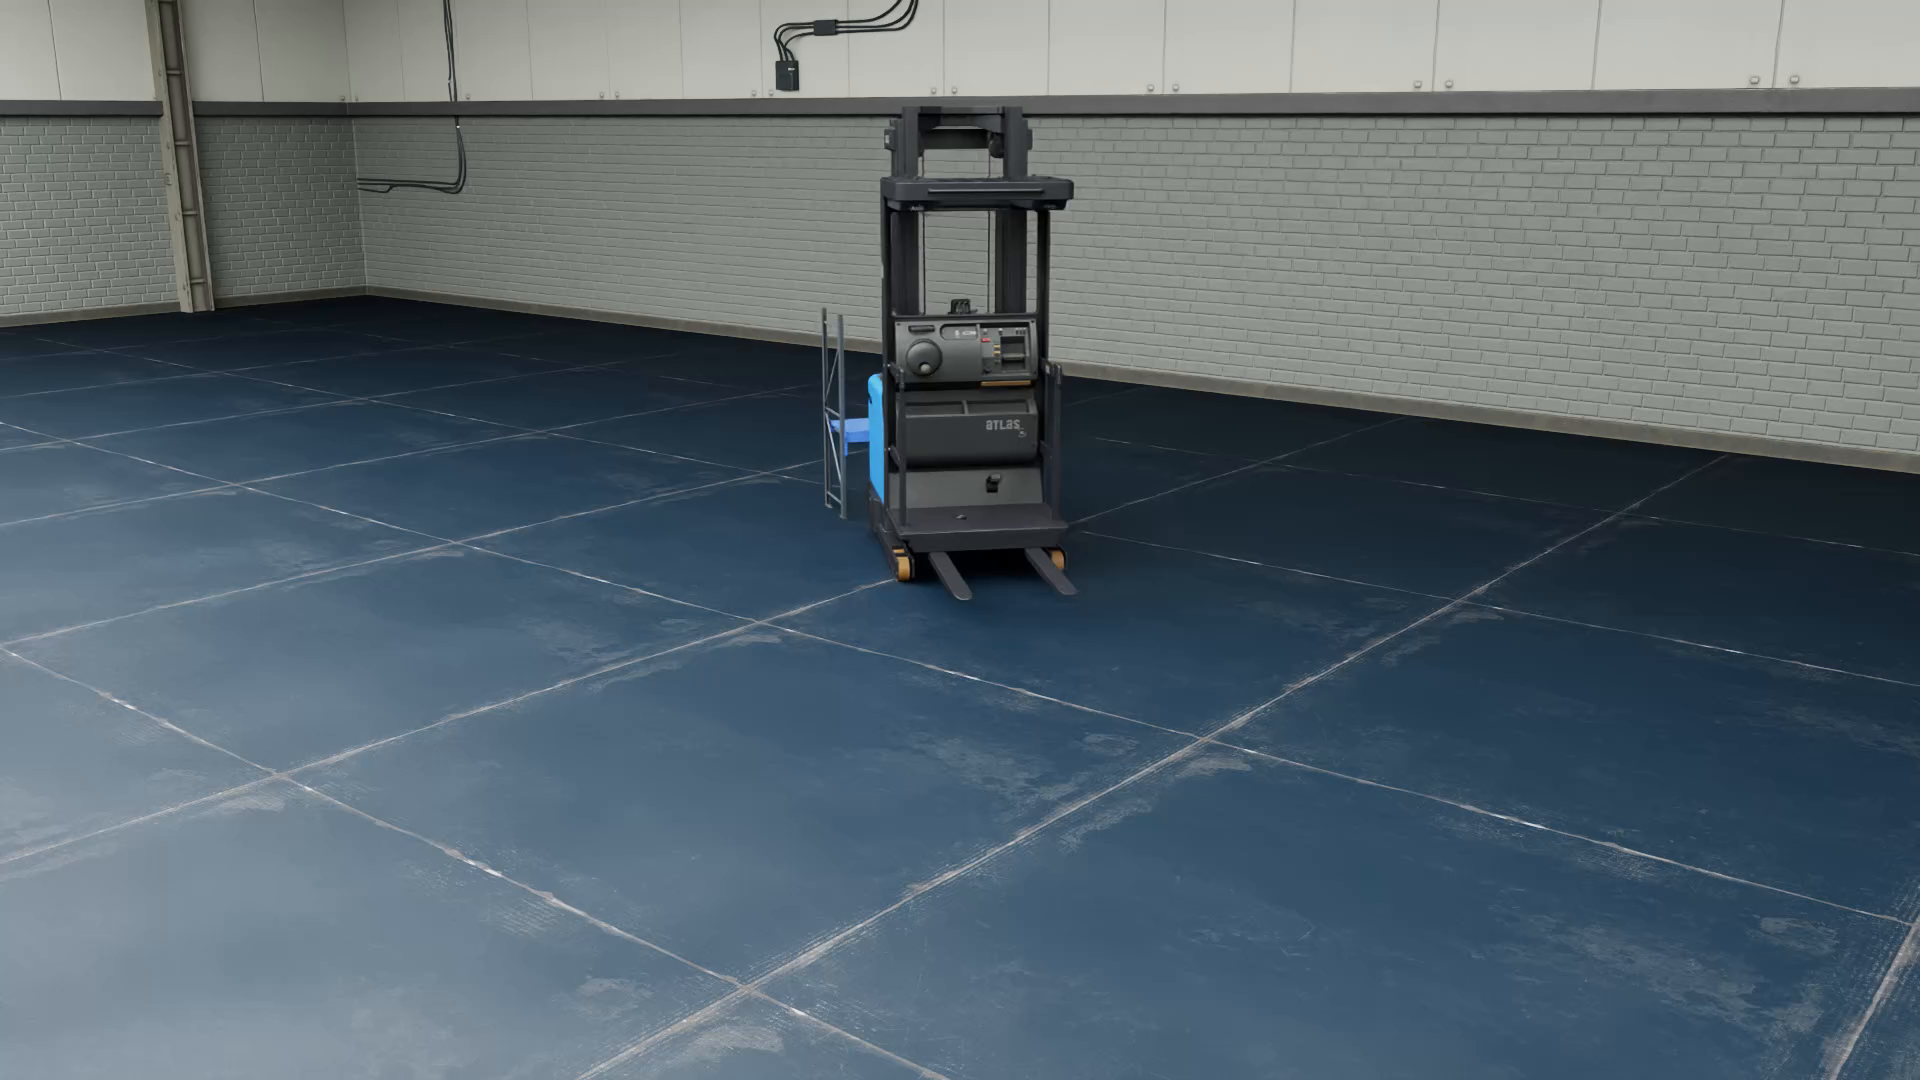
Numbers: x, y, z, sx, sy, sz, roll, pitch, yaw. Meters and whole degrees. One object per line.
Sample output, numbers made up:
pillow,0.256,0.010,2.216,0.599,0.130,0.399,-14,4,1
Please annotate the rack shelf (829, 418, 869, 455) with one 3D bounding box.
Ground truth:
rack shelf,-0.451,-0.805,12.476,1.000,0.185,0.538,-5,15,-19

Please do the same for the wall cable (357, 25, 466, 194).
wall cable,-8.771,-6.719,26.101,3.097,2.526,0.112,11,18,38

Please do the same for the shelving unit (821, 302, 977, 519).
shelving unit,-0.451,-0.979,12.432,1.048,1.500,0.538,-5,15,-19

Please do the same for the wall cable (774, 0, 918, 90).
wall cable,-1.397,-8.400,19.505,2.305,6.003,0.169,11,18,38

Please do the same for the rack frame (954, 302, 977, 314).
rack frame,0.028,-1.021,12.596,0.032,1.500,0.500,-5,15,-19

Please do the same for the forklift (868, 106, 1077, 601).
forklift,0.081,-1.248,10.582,1.130,2.935,3.031,-2,14,-9

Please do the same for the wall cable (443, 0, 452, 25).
wall cable,-6.667,-8.748,23.831,3.097,2.526,0.112,11,18,38

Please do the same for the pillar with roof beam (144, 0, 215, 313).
pillar with roof beam,-8.303,-7.198,21.680,9.100,9.000,0.400,11,18,38

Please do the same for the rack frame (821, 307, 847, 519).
rack frame,-0.931,-0.938,12.268,0.032,1.500,0.500,-5,15,-19
